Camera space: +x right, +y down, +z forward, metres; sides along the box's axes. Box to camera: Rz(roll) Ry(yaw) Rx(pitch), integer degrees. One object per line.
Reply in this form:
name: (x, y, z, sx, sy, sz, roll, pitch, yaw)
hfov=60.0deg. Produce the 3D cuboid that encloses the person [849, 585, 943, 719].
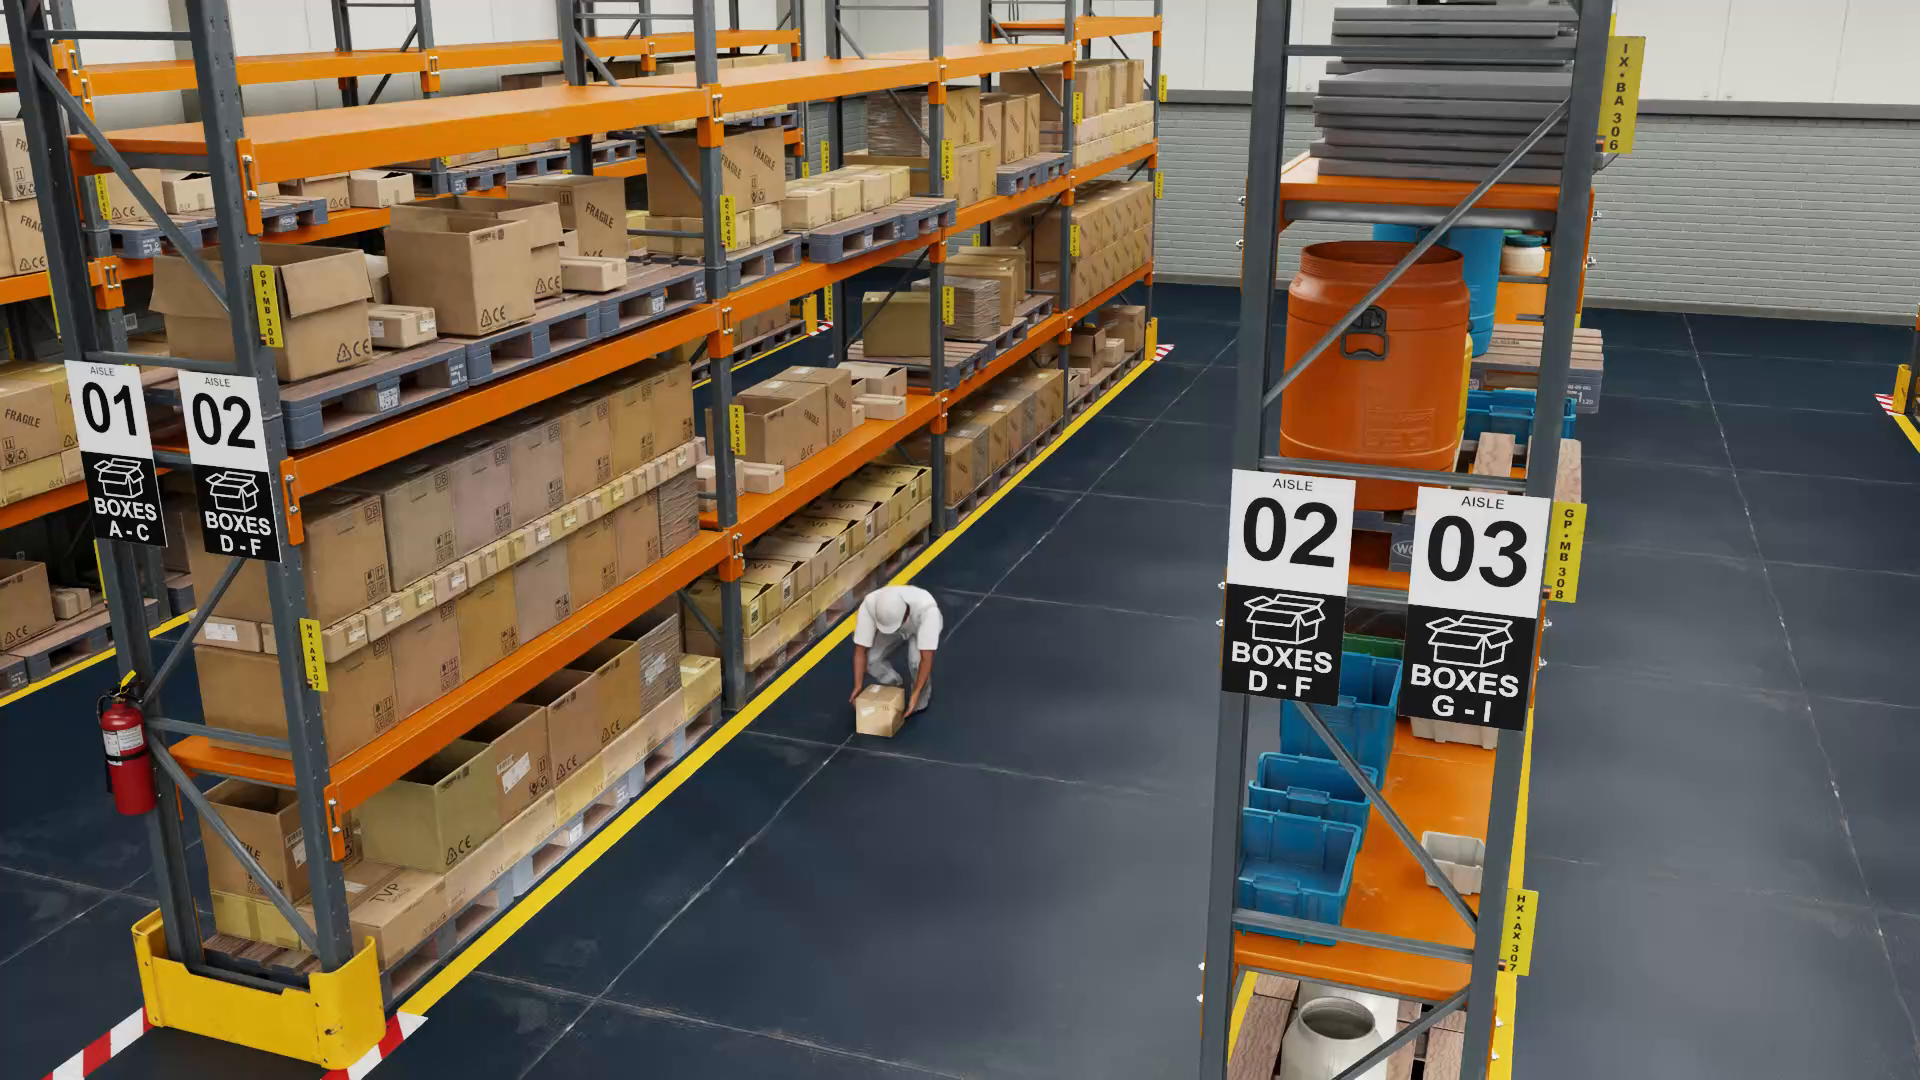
person: (-0.375, 0.687, 11.226, 0.580, 0.975, 0.895, 6, 20, 18)
